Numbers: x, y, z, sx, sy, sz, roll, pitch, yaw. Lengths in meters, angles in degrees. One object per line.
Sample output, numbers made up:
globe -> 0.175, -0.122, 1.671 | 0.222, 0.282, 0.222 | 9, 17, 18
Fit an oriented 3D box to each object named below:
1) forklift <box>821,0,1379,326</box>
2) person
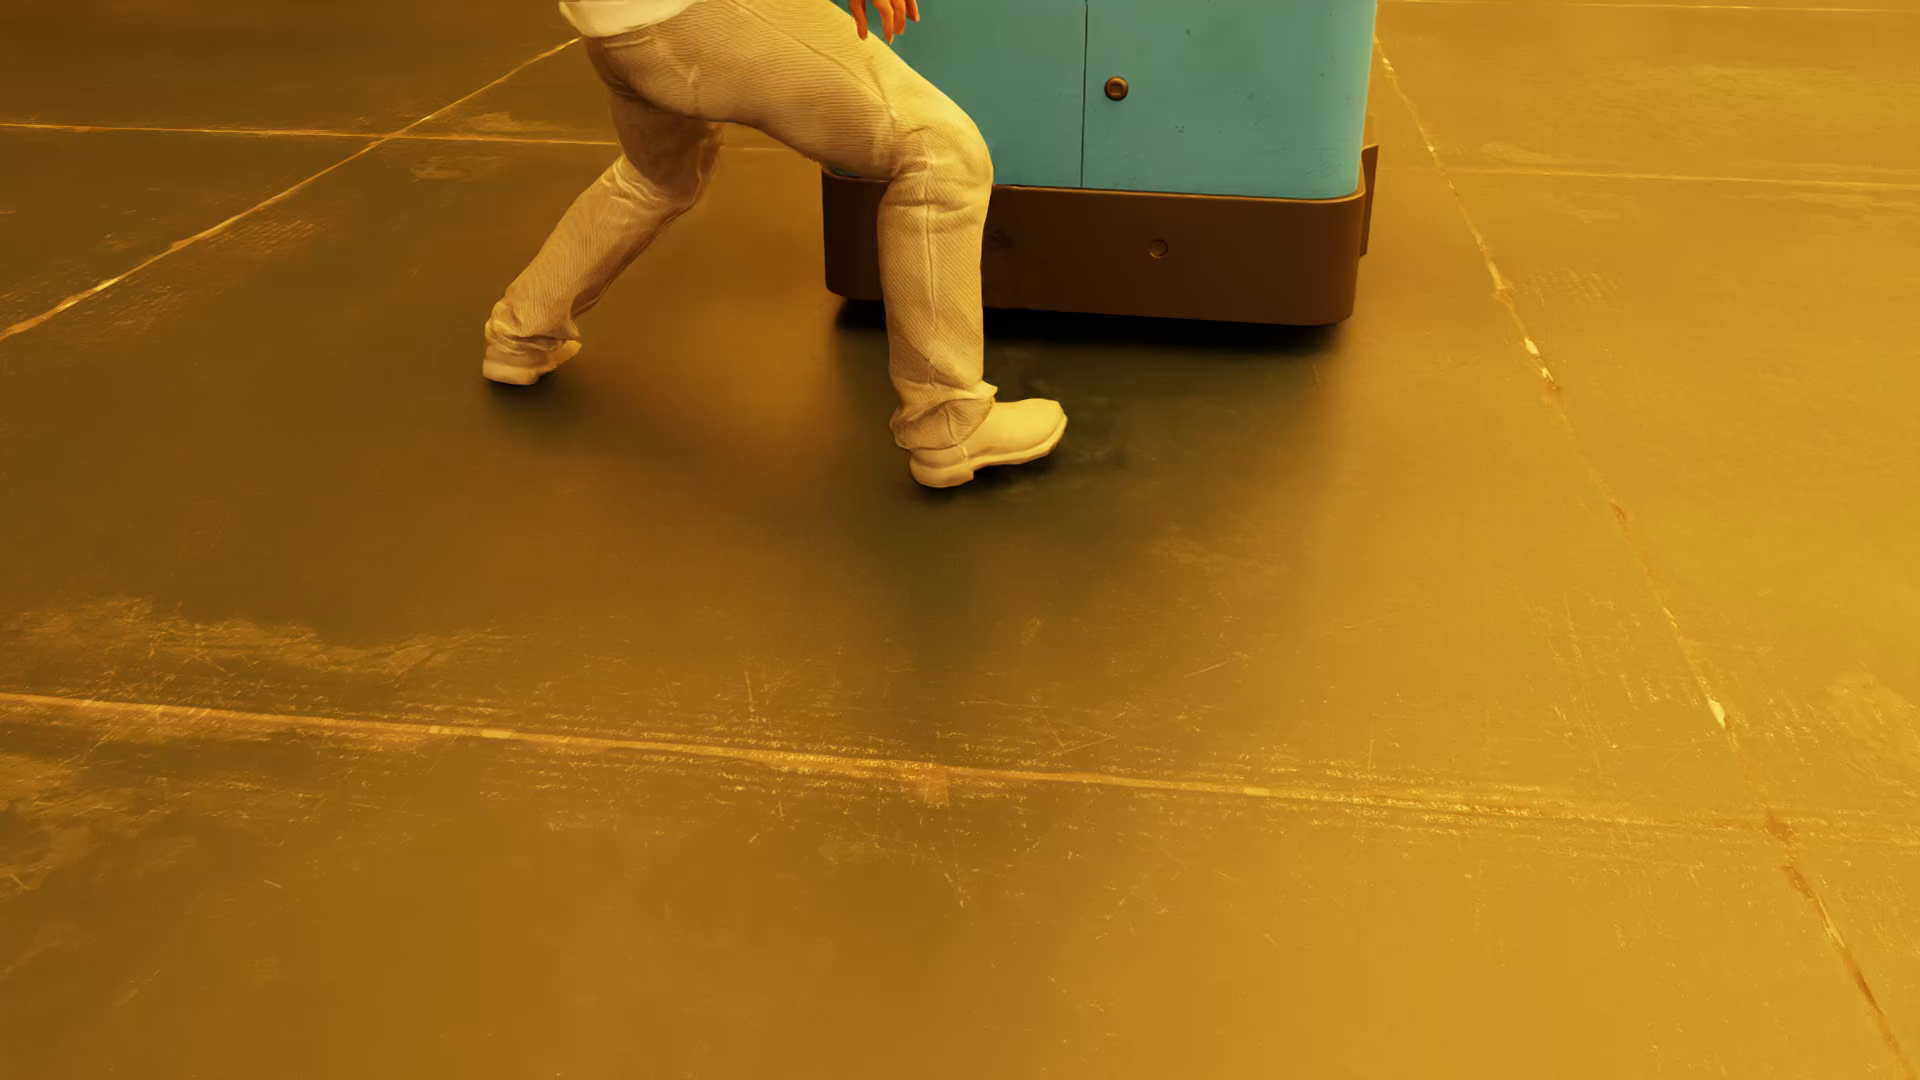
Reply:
forklift -> 0.503, -2.351, 3.929 | 1.130, 2.935, 3.031 | 5, 27, 9
person -> -0.368, -0.929, 2.622 | 0.888, 1.632, 0.979 | -9, 28, -18
